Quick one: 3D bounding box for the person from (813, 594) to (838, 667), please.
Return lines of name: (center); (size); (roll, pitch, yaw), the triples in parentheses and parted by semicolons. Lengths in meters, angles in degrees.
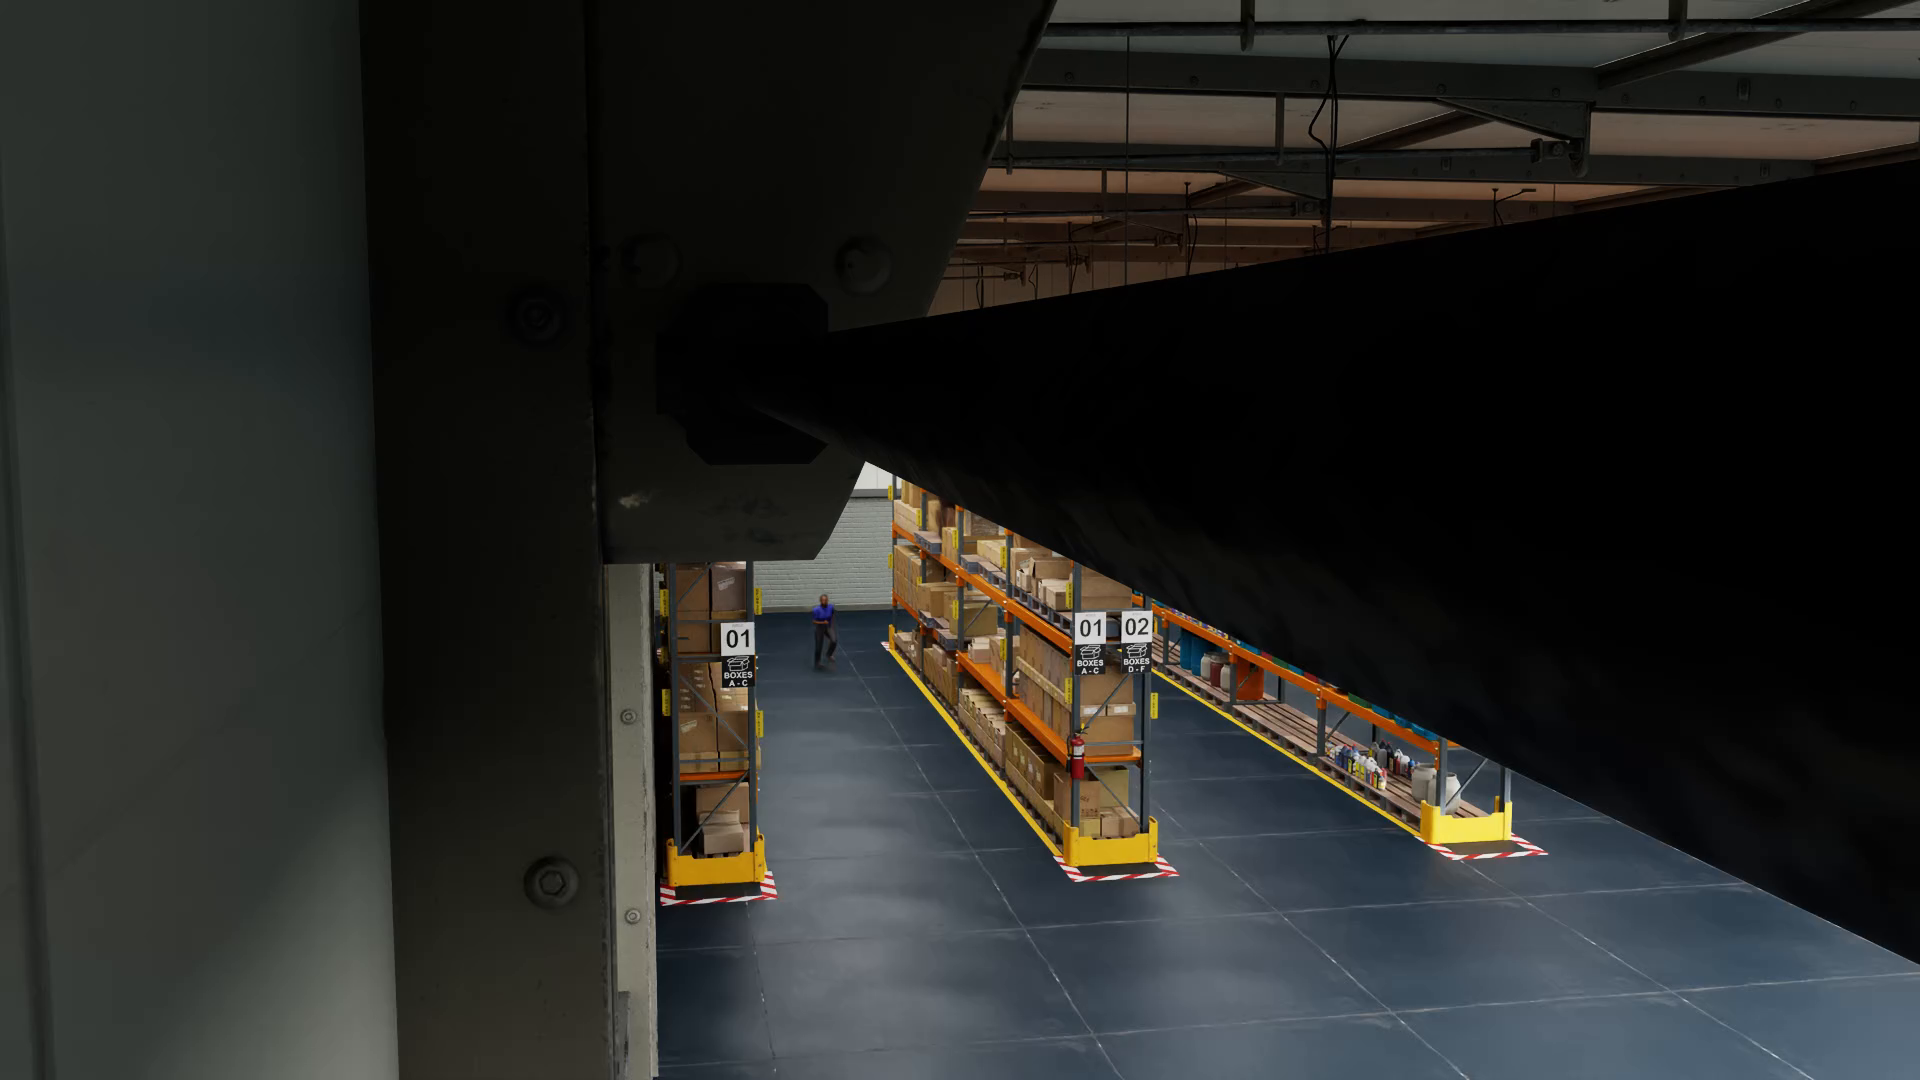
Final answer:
person: (-2.778, 1.853, 33.882); (0.515, 1.558, 0.913); (-2, 7, -18)
